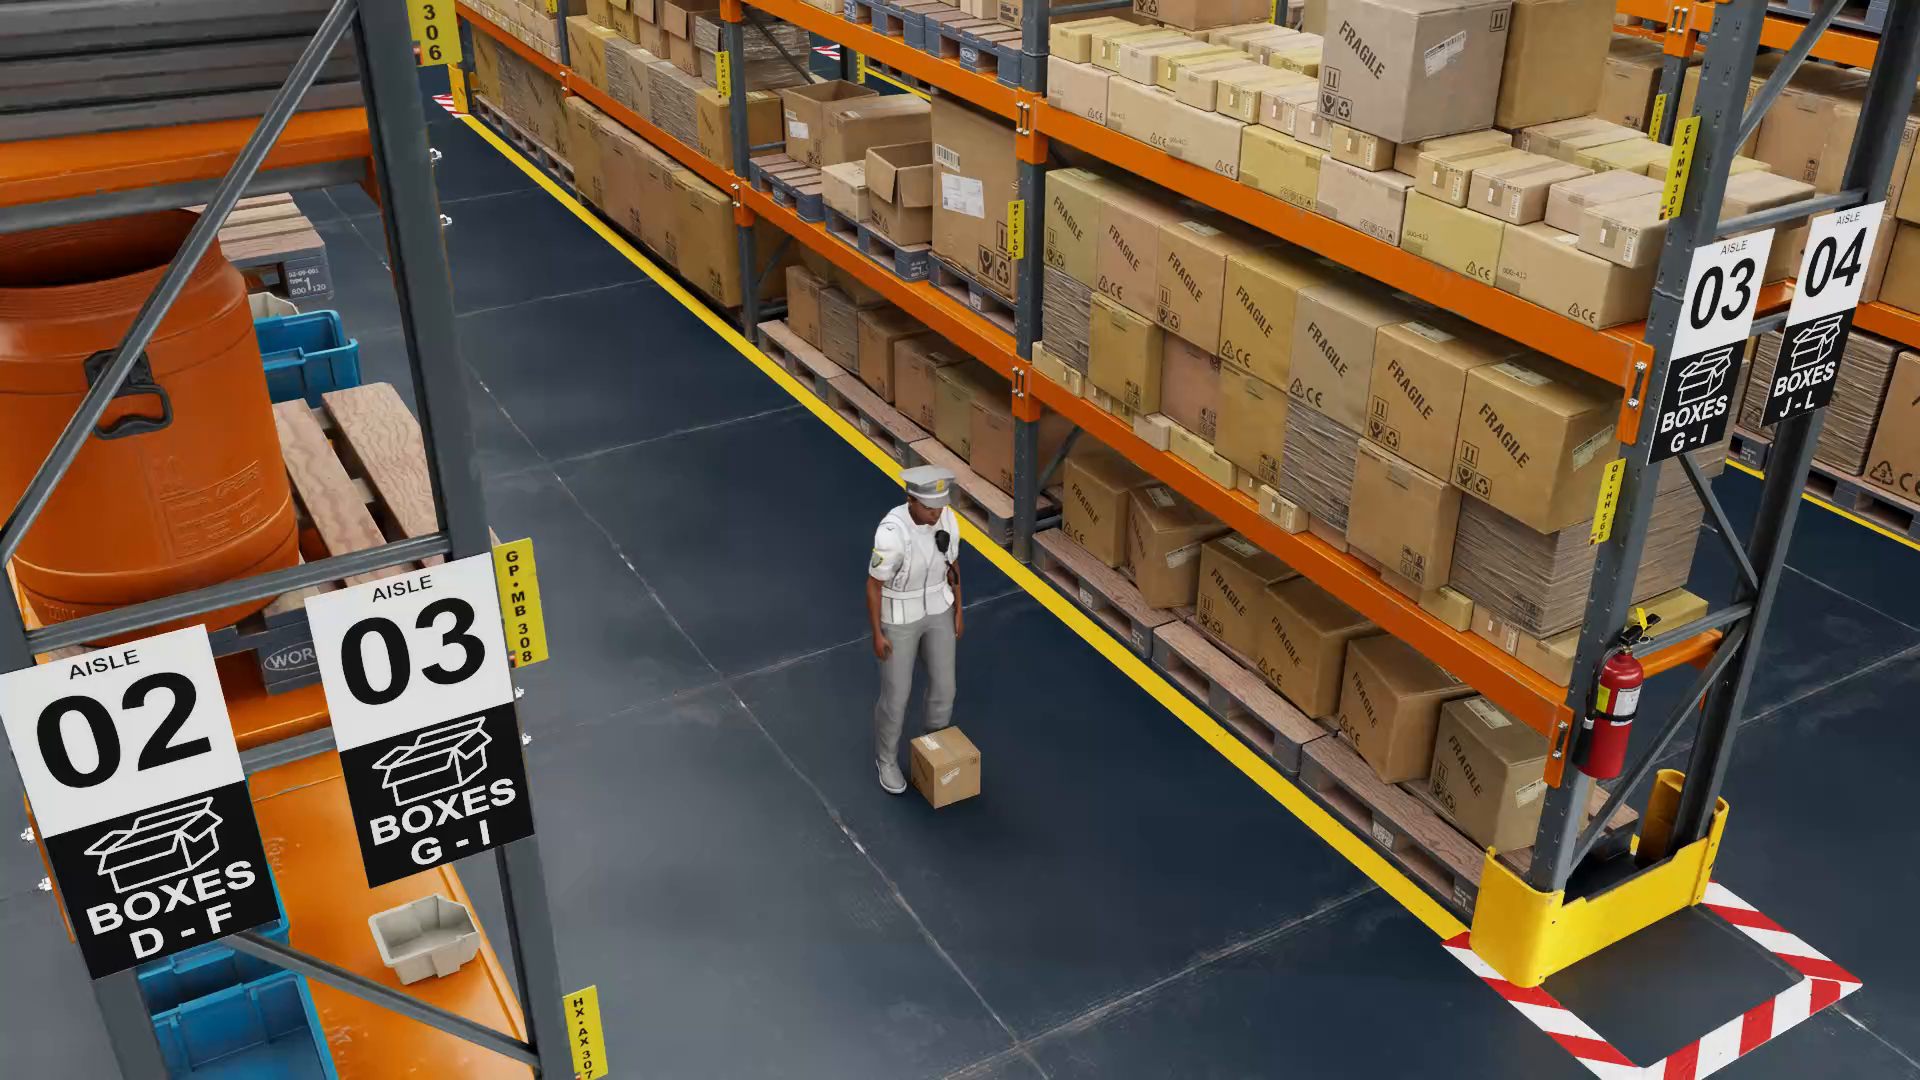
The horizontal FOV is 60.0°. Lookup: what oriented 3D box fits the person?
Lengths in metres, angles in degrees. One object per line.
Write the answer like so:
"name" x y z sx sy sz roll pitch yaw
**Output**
"person" -0.199 0.393 7.854 0.504 1.657 0.423 -17 33 -27
